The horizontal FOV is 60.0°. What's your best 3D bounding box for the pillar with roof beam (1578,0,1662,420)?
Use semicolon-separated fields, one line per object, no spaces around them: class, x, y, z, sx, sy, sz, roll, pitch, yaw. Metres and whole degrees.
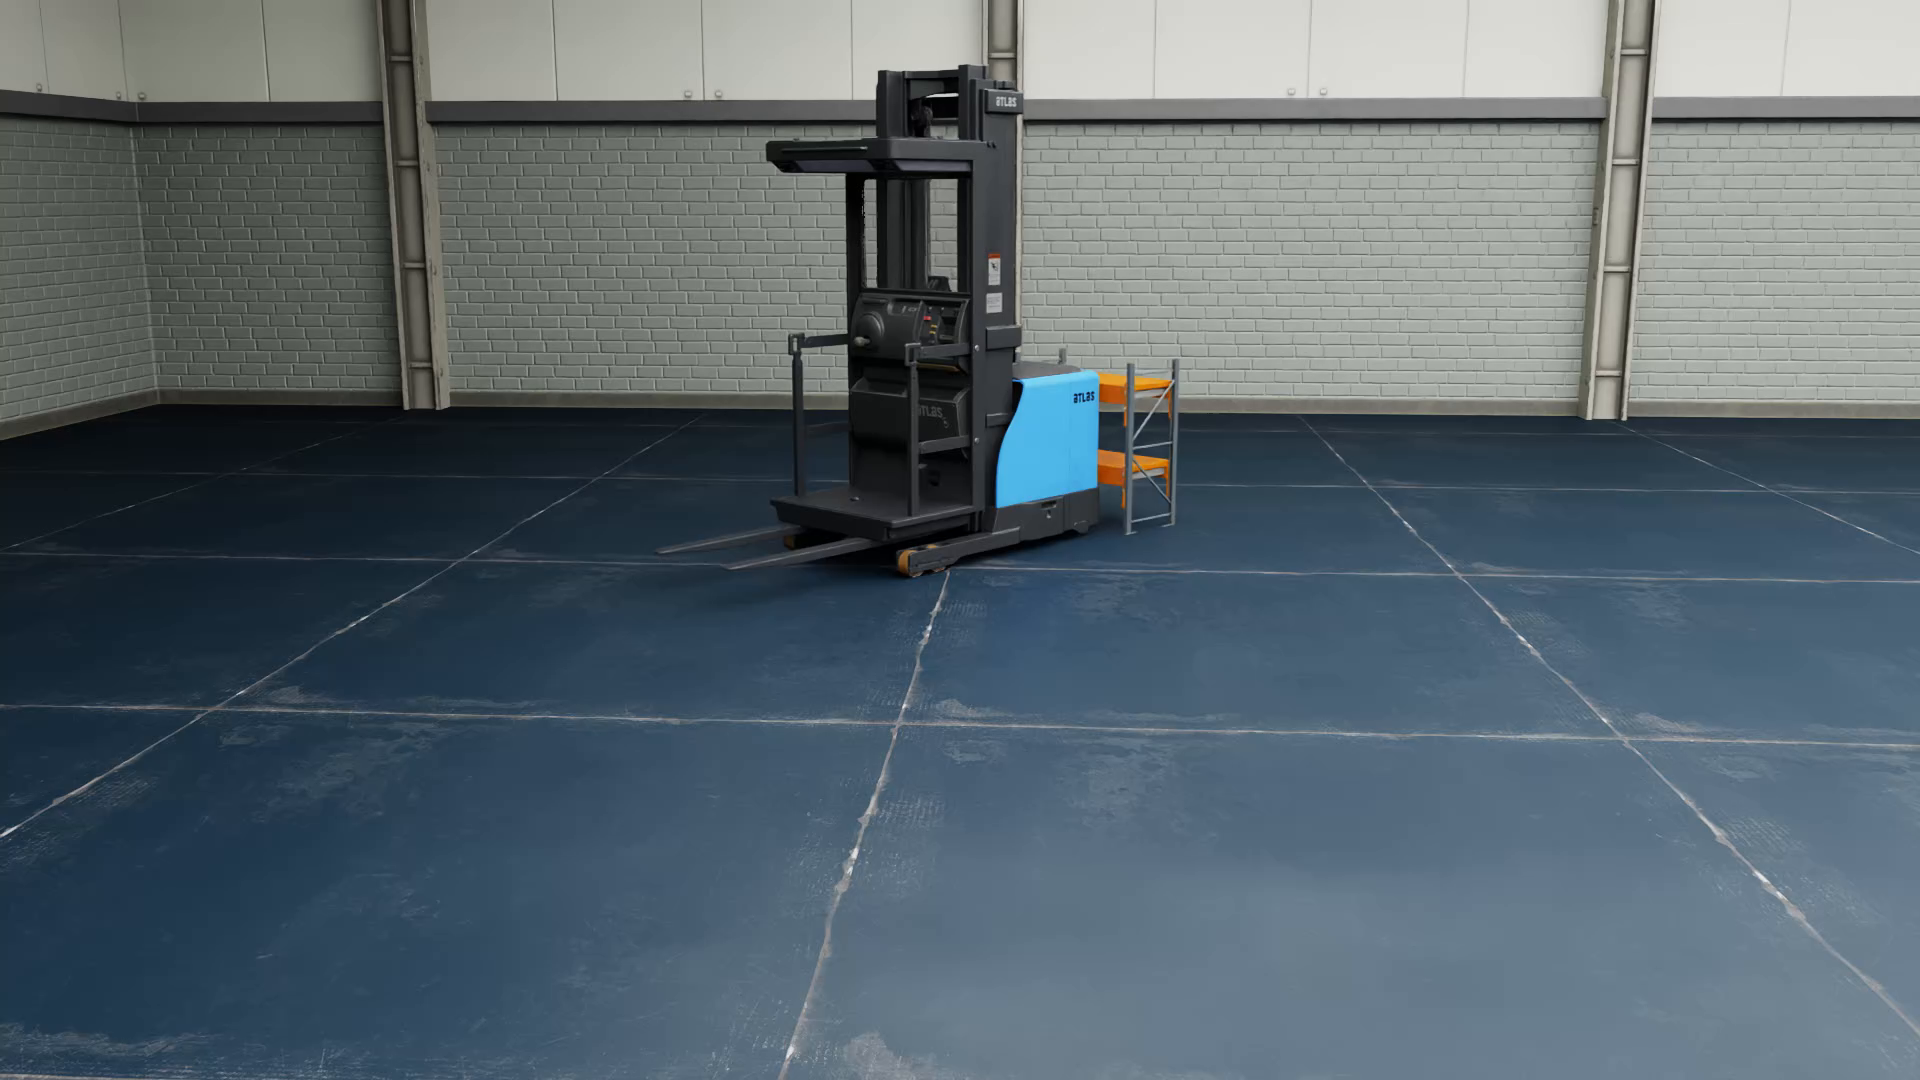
pillar with roof beam;6.119;-4.744;11.471;0.400;9.000;9.100;1;12;4

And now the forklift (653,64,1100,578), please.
forklift;-0.454;-1.331;9.973;1.130;2.935;3.031;11;16;42

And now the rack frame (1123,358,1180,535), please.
rack frame;1.266;-0.621;10.986;0.500;1.125;0.032;-11;16;-43

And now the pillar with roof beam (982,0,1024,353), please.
pillar with roof beam;0.132;-4.826;11.863;0.400;9.000;9.100;1;12;4

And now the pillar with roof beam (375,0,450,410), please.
pillar with roof beam;-5.855;-4.909;12.255;0.400;9.000;9.100;1;12;4

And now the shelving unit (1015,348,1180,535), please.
shelving unit;0.913;-0.696;11.345;0.538;1.125;1.048;-11;16;-43

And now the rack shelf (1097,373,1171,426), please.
rack shelf;0.914;-0.983;11.285;0.538;0.278;1.000;-11;16;-43

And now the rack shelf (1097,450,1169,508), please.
rack shelf;0.913;-0.457;11.394;0.538;0.278;1.000;-11;16;-43

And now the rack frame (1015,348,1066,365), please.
rack frame;0.561;-0.771;11.703;0.500;1.125;0.032;-11;16;-43
